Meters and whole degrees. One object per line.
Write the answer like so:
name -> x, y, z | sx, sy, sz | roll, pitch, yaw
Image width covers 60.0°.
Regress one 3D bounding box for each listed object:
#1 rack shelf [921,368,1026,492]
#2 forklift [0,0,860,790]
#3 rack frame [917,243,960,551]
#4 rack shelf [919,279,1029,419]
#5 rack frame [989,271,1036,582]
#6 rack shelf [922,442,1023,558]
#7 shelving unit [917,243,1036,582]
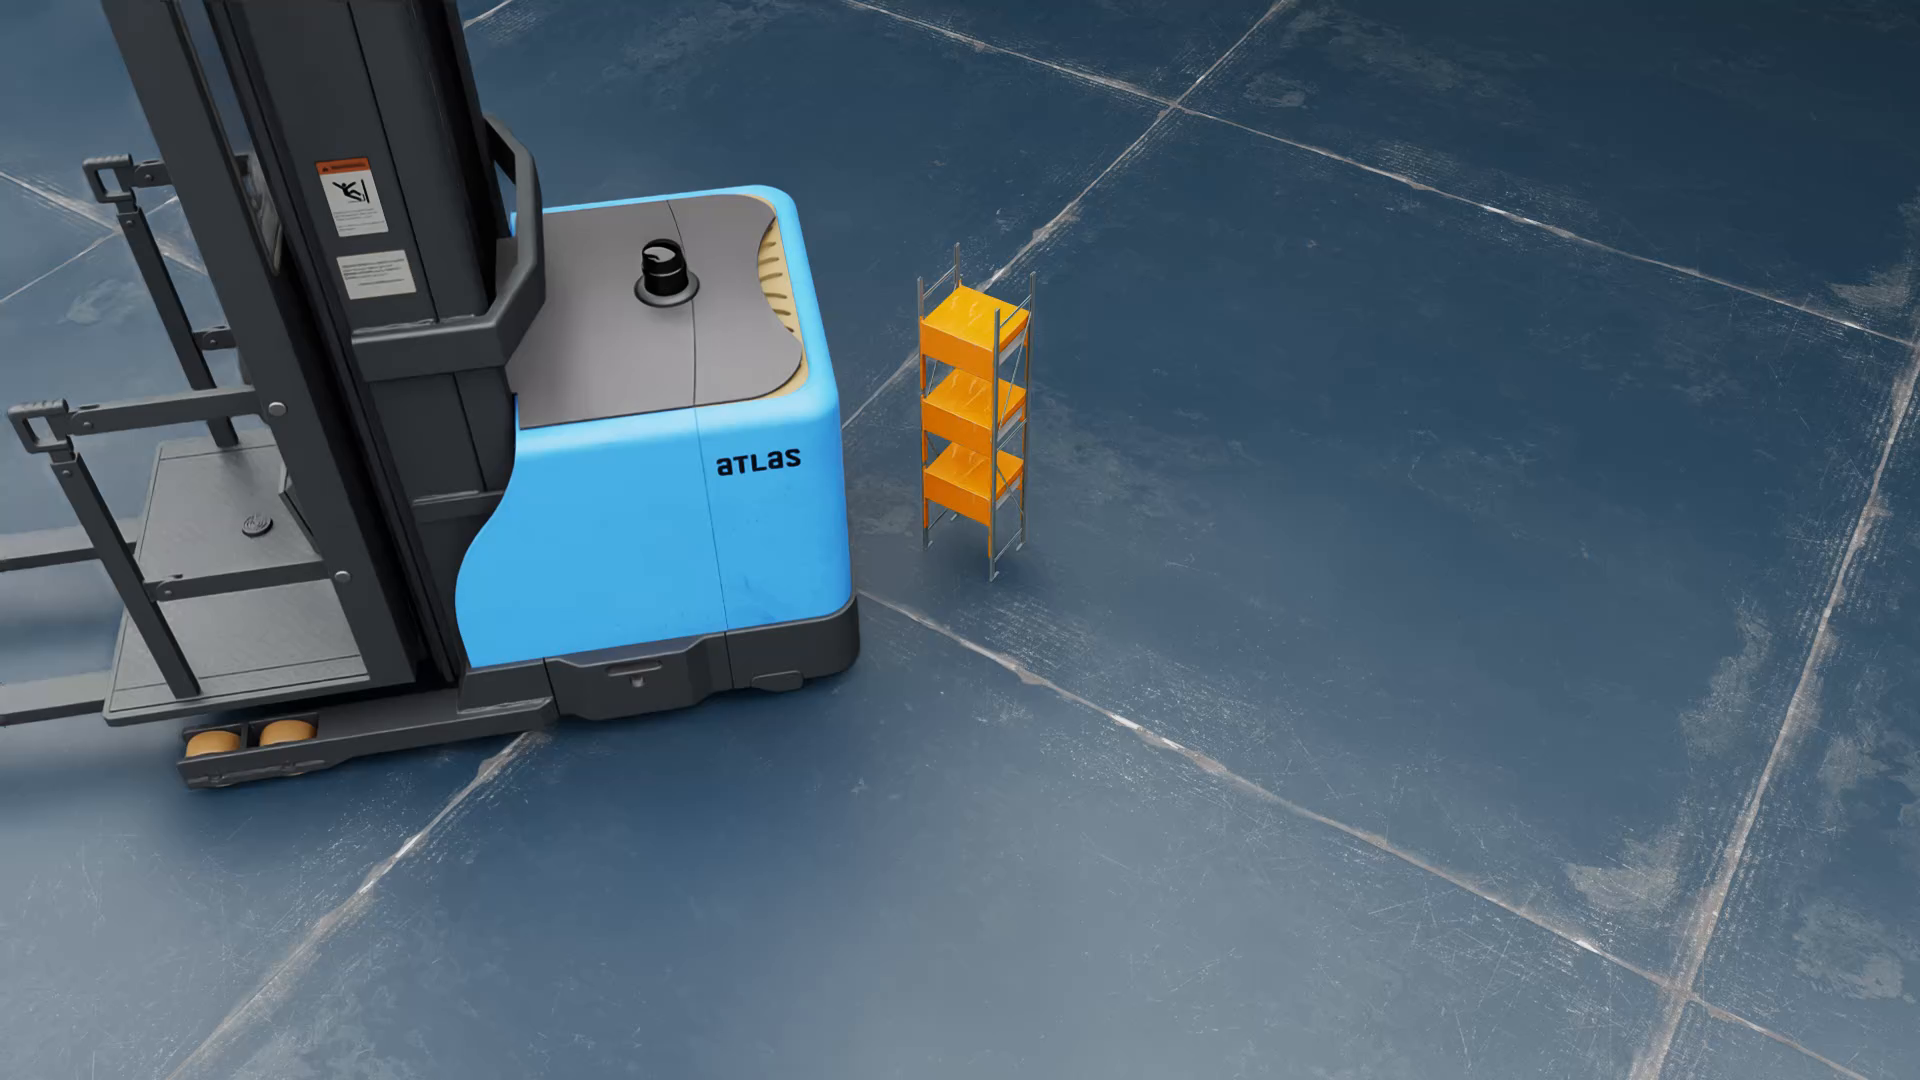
rack shelf -> 0.045, -0.338, 4.861 | 0.240, 0.259, 0.215 | 25, 51, 22
forklift -> -1.860, -0.755, 3.940 | 3.031, 2.935, 1.130 | -8, 46, -8
rack frame -> -0.058, -0.392, 4.899 | 0.008, 1.050, 0.200 | 25, 51, 22
rack shelf -> 0.045, -0.536, 4.657 | 0.240, 0.259, 0.215 | 25, 51, 22
rack frame -> 0.148, -0.298, 4.807 | 0.008, 1.050, 0.200 | 25, 51, 22
rack shelf -> 0.045, -0.144, 5.060 | 0.240, 0.259, 0.215 | 25, 51, 22
shelving unit -> 0.045, -0.345, 4.853 | 0.252, 1.050, 0.215 | 25, 51, 22
